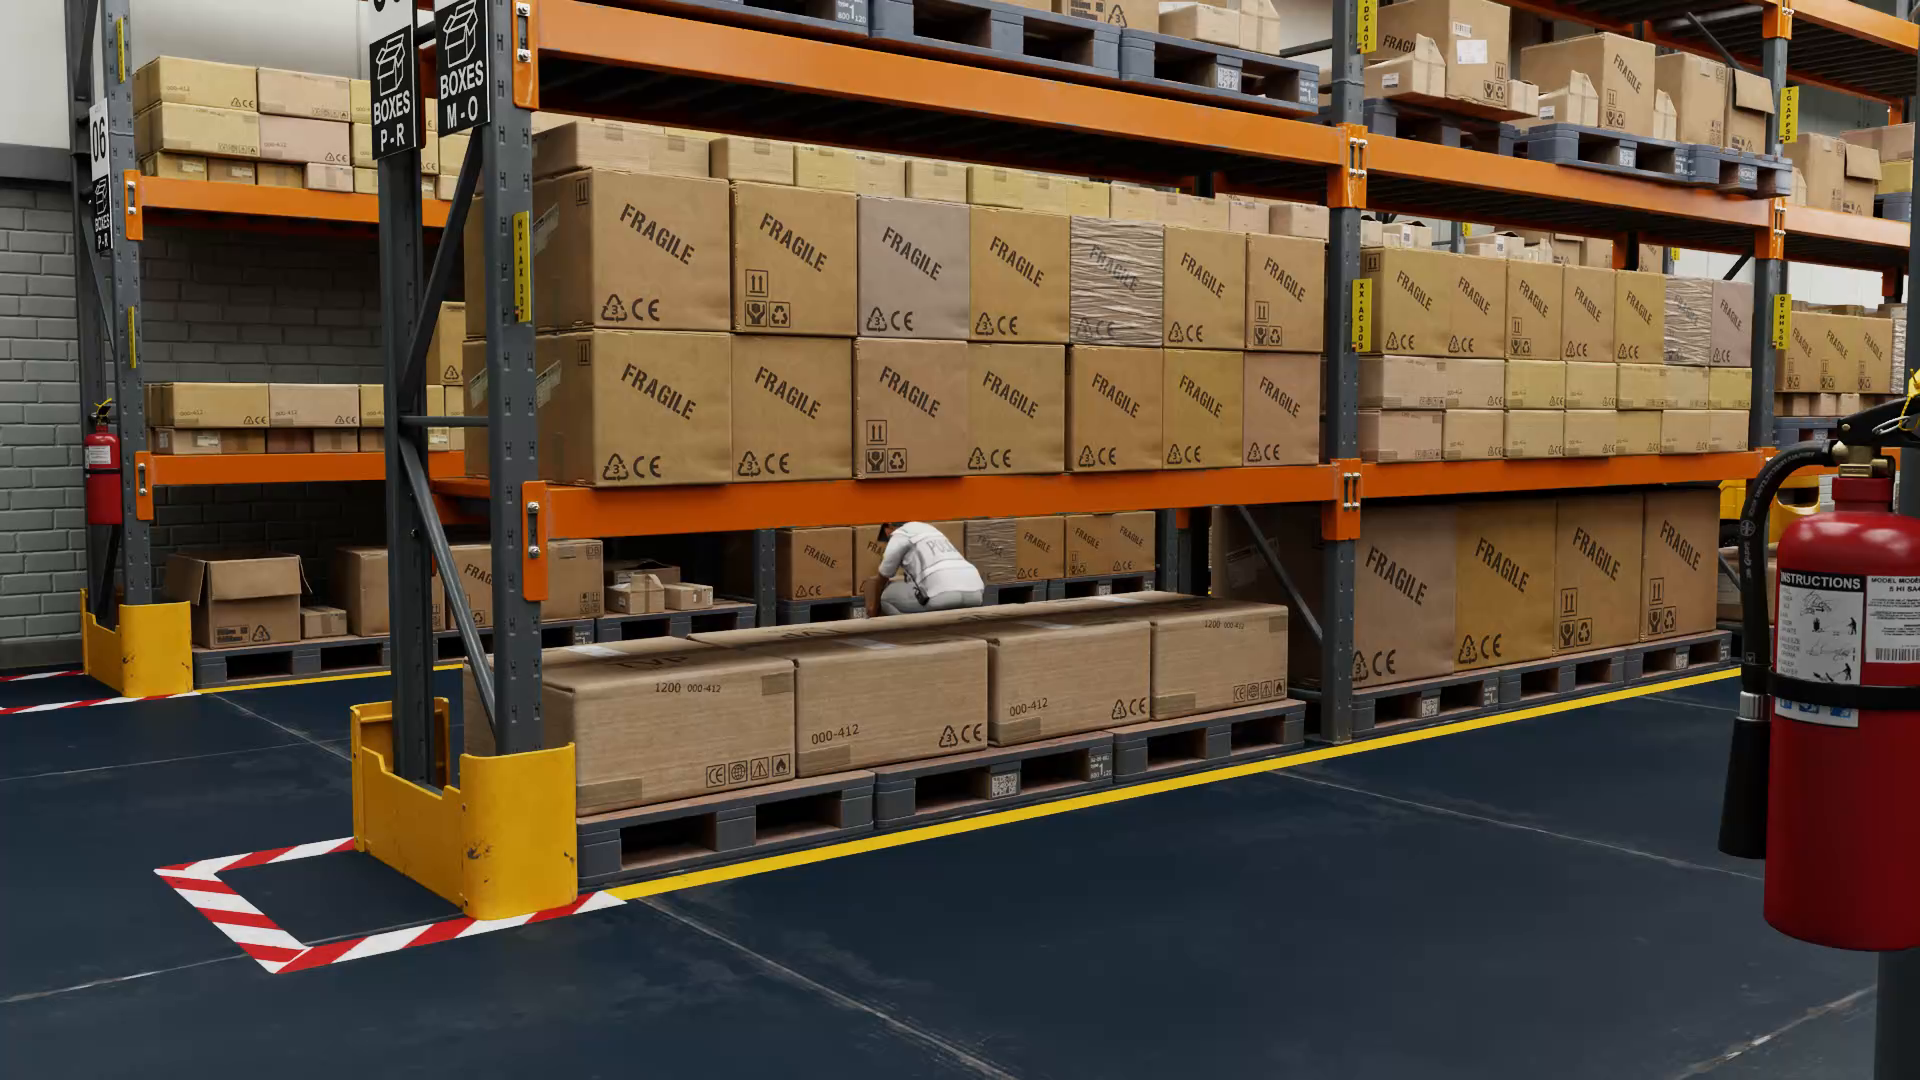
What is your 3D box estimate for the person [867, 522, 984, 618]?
[{"bbox_3d":[-0.228,0.259,10.721,0.518,0.937,0.845,-4,6,-39],"label":"person"}]
